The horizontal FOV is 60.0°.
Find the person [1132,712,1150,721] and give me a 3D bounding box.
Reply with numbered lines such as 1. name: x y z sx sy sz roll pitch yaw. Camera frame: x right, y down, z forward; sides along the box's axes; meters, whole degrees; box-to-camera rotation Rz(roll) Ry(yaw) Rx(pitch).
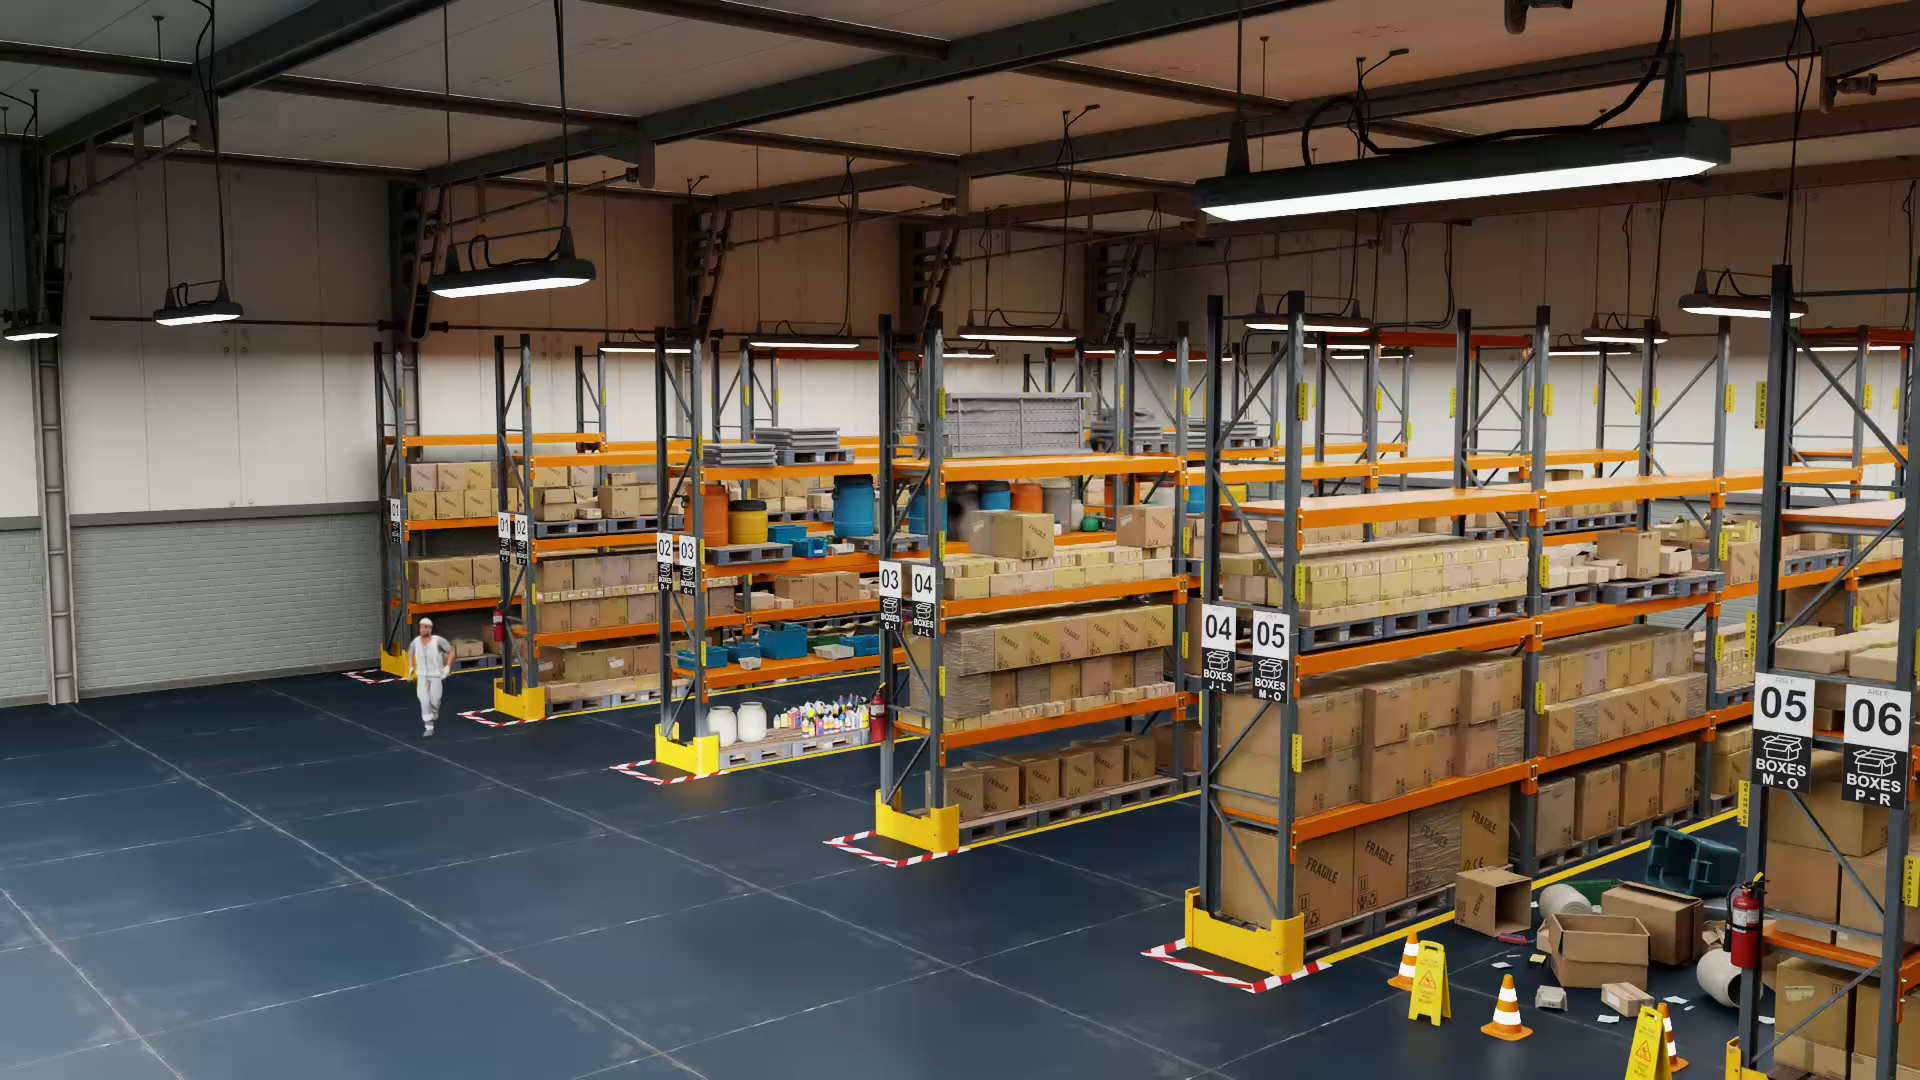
1. person: 2.565 1.825 24.379 0.593 1.697 0.620 4 7 40

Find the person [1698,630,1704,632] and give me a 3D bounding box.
1. person: 11.047 2.127 24.674 0.881 1.604 0.550 -4 6 -36

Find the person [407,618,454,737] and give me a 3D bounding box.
1. person: -7.909 2.033 24.861 0.675 1.764 0.690 0 5 -3
